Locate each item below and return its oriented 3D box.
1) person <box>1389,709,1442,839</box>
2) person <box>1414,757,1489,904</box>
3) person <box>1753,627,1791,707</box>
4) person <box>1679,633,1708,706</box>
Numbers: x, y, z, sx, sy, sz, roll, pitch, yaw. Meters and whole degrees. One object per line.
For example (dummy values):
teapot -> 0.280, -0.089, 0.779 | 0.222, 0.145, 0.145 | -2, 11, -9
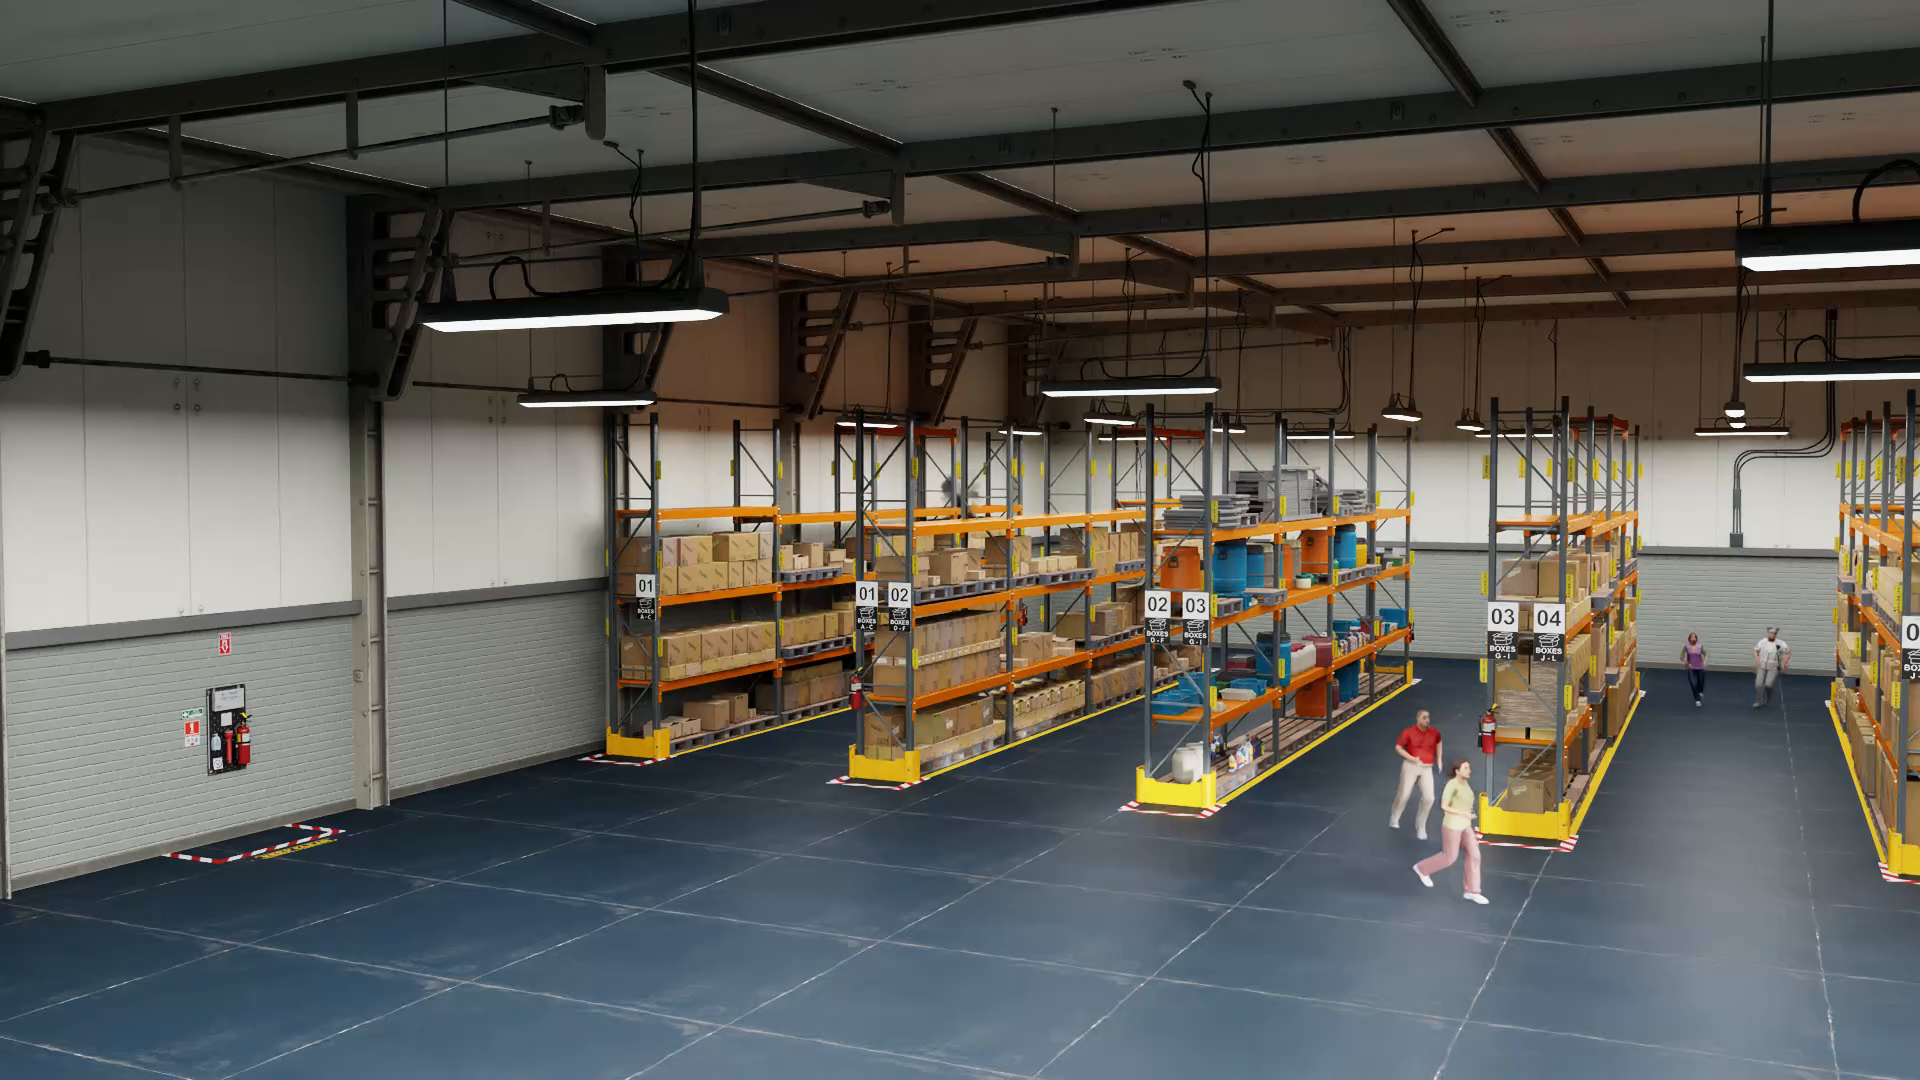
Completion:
person -> 6.304, 3.210, 22.825 | 0.720, 1.792, 0.744 | 0, 2, -3
person -> 5.752, 3.351, 19.413 | 0.562, 1.656, 0.926 | -2, 3, -42
person -> 17.055, 2.681, 35.015 | 0.695, 1.728, 0.545 | 2, 3, 40
person -> 15.599, 2.745, 35.347 | 0.569, 1.549, 0.498 | 1, 3, 18
